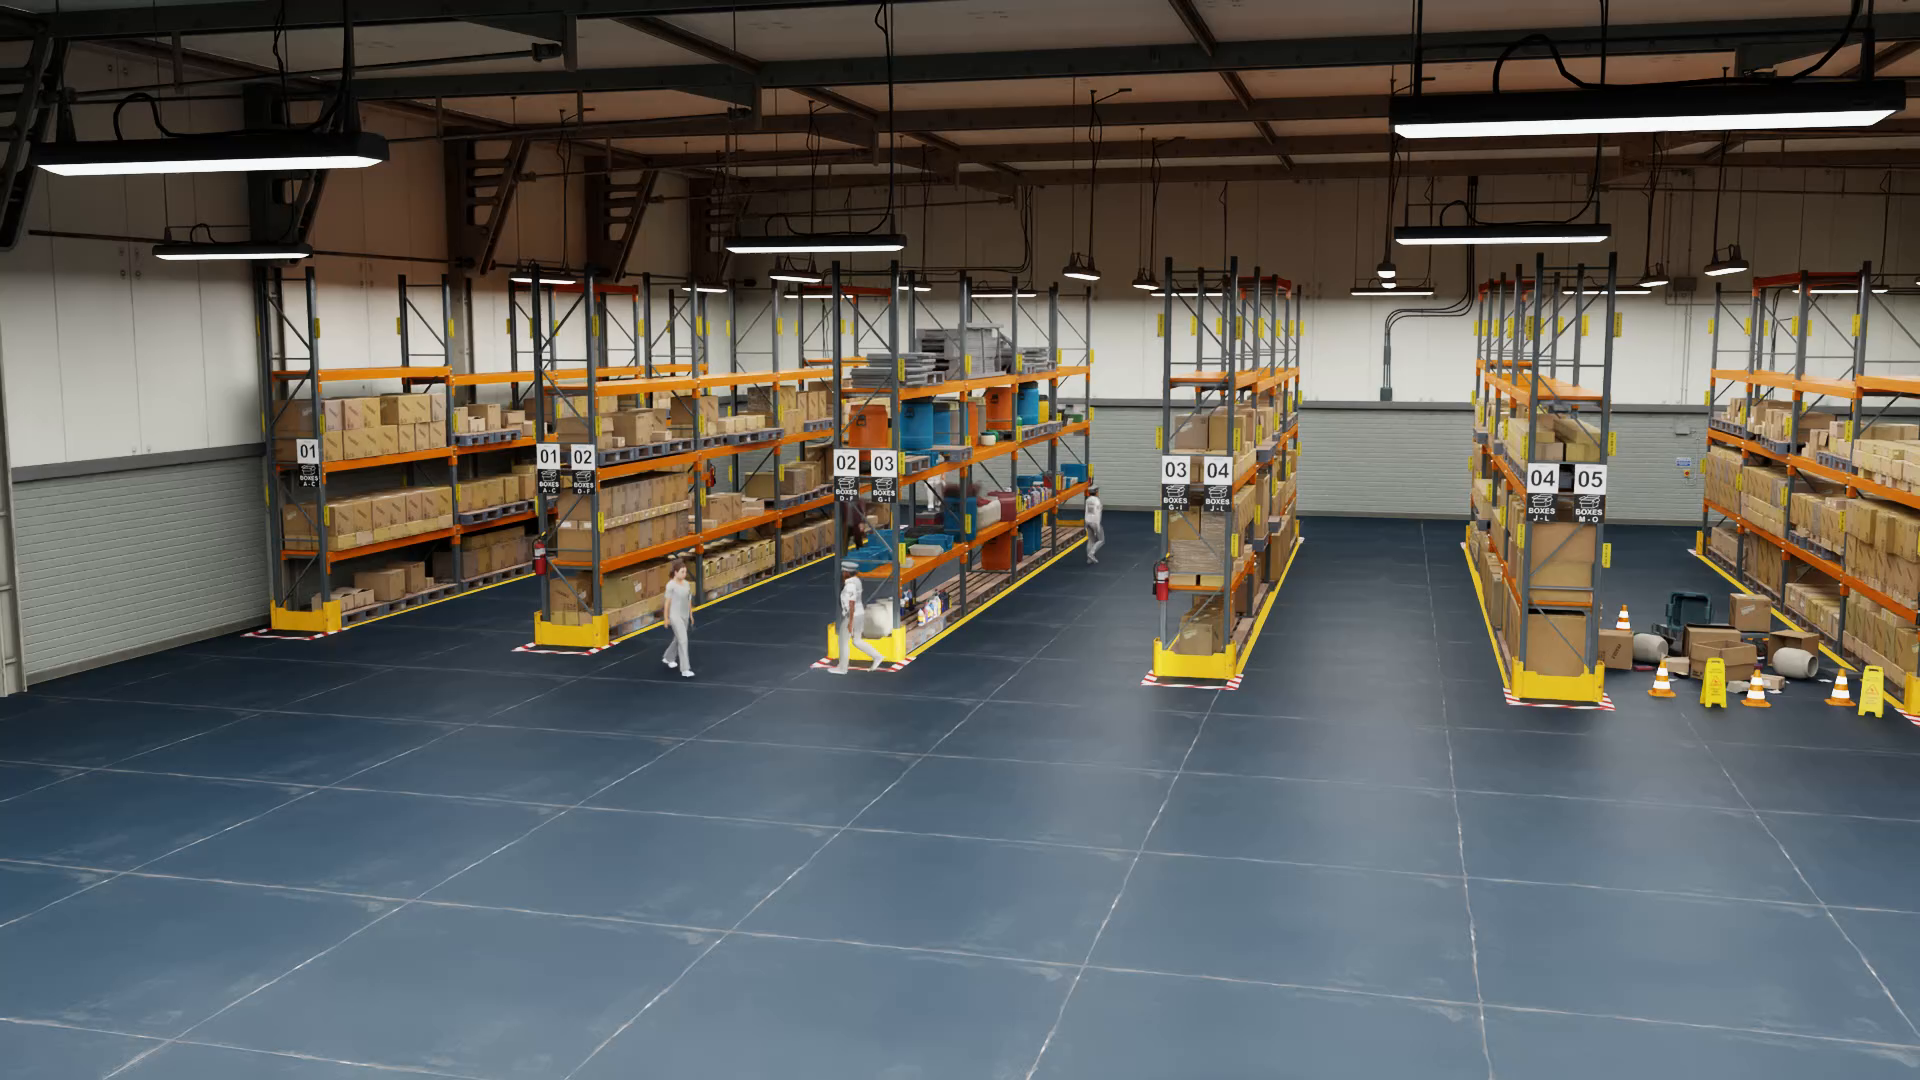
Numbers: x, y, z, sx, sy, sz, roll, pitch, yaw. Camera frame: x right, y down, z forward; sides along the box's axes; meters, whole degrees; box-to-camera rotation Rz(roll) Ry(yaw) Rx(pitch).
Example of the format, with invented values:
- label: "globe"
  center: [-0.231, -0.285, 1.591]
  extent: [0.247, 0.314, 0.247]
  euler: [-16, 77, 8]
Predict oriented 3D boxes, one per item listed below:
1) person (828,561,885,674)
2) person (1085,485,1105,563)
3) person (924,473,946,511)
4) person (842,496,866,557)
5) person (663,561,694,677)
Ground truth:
- label: "person"
  center: [-1.515, 1.129, 24.163]
  extent: [0.809, 1.641, 0.539]
  euler: [2, 7, 14]
- label: "person"
  center: [2.826, -0.333, 35.535]
  extent: [0.450, 1.685, 0.543]
  euler: [-4, 8, -30]
- label: "person"
  center: [-0.661, -1.478, 44.156]
  extent: [0.601, 1.741, 1.093]
  euler: [0, 7, 0]
- label: "person"
  center: [-2.316, -0.339, 35.161]
  extent: [0.681, 1.719, 1.103]
  euler: [2, 8, 15]
- label: "person"
  center: [-4.112, 1.123, 24.235]
  extent: [0.880, 1.640, 0.455]
  euler: [4, 9, 32]
